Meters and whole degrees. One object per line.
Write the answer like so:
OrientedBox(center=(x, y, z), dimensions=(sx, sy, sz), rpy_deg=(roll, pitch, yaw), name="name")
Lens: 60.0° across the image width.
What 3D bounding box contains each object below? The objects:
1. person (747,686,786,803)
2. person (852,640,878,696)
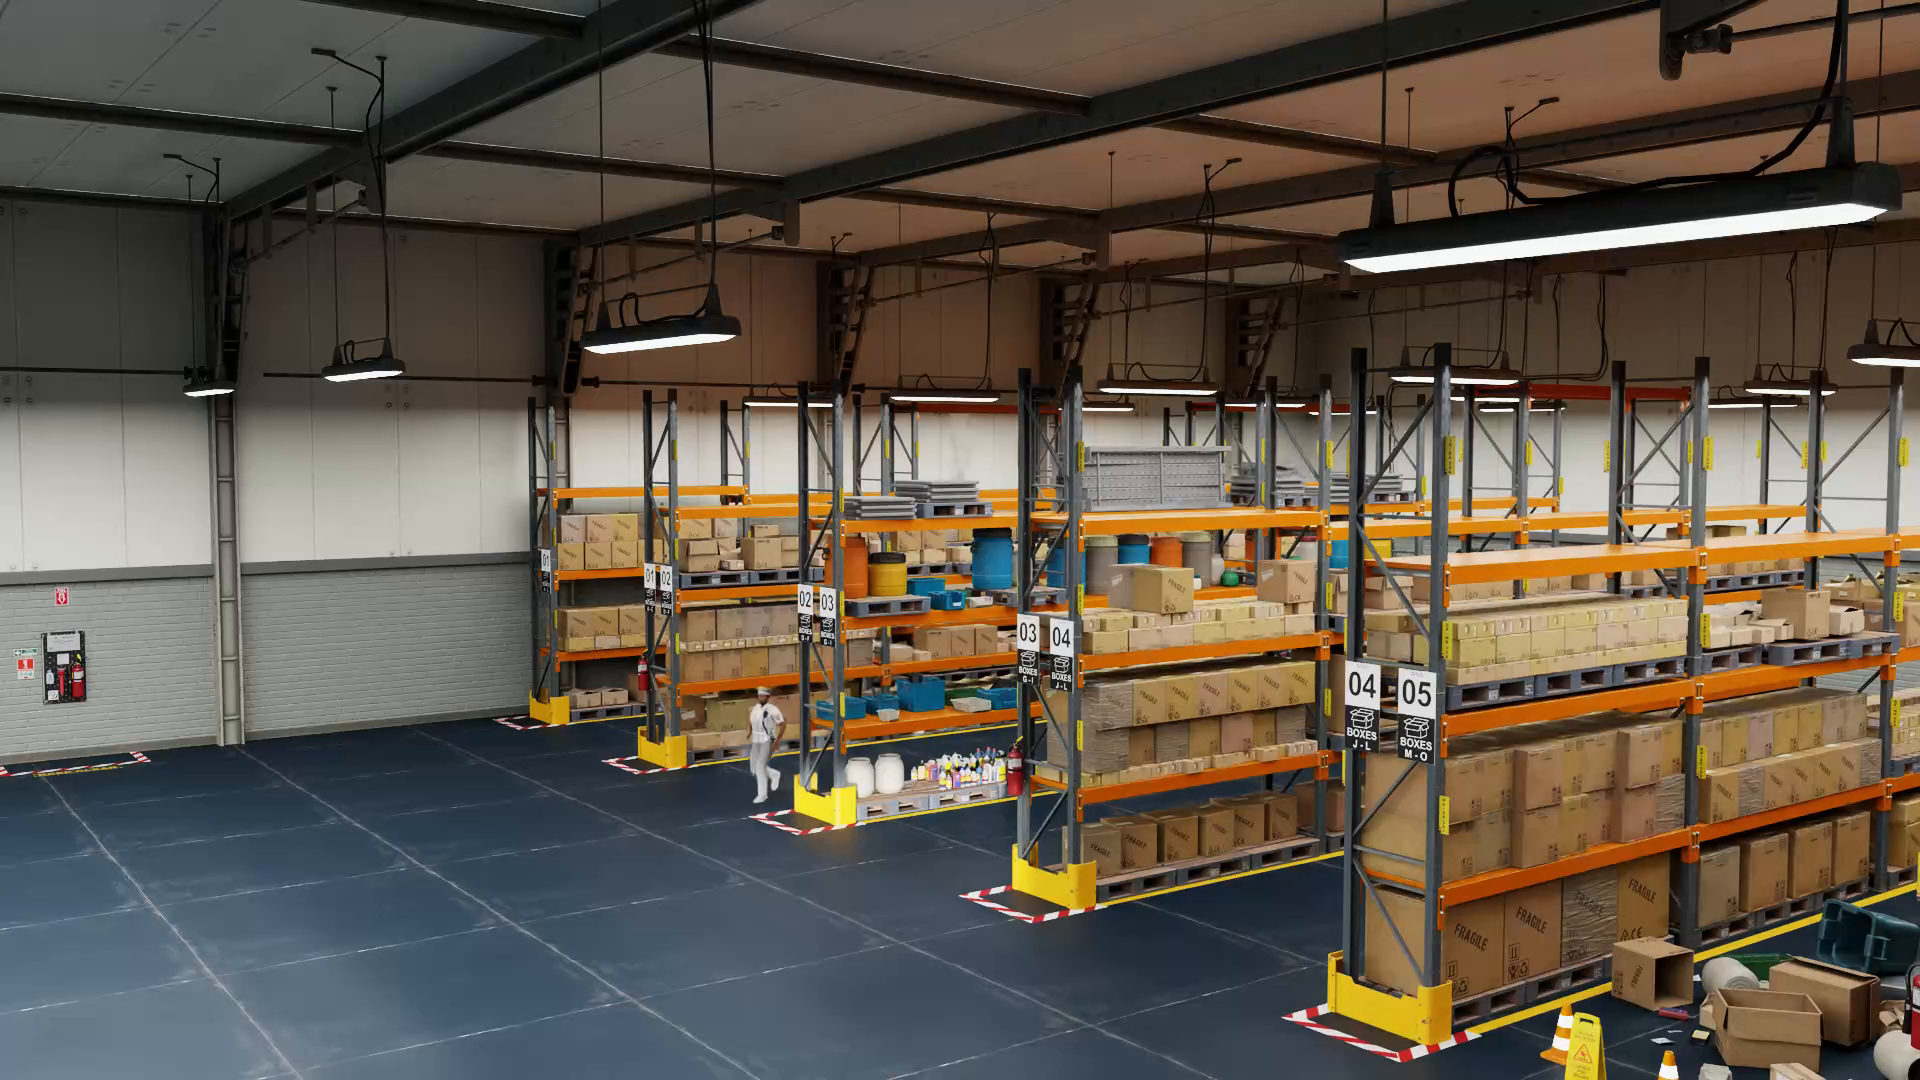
OrientedBox(center=(-2.800, 2.932, 24.030), dimensions=(0.612, 1.681, 0.591), rpy_deg=(3, 4, 37), name="person")
OrientedBox(center=(-1.787, 2.440, 31.463), dimensions=(0.577, 1.726, 0.640), rpy_deg=(-3, 5, -43), name="person")
